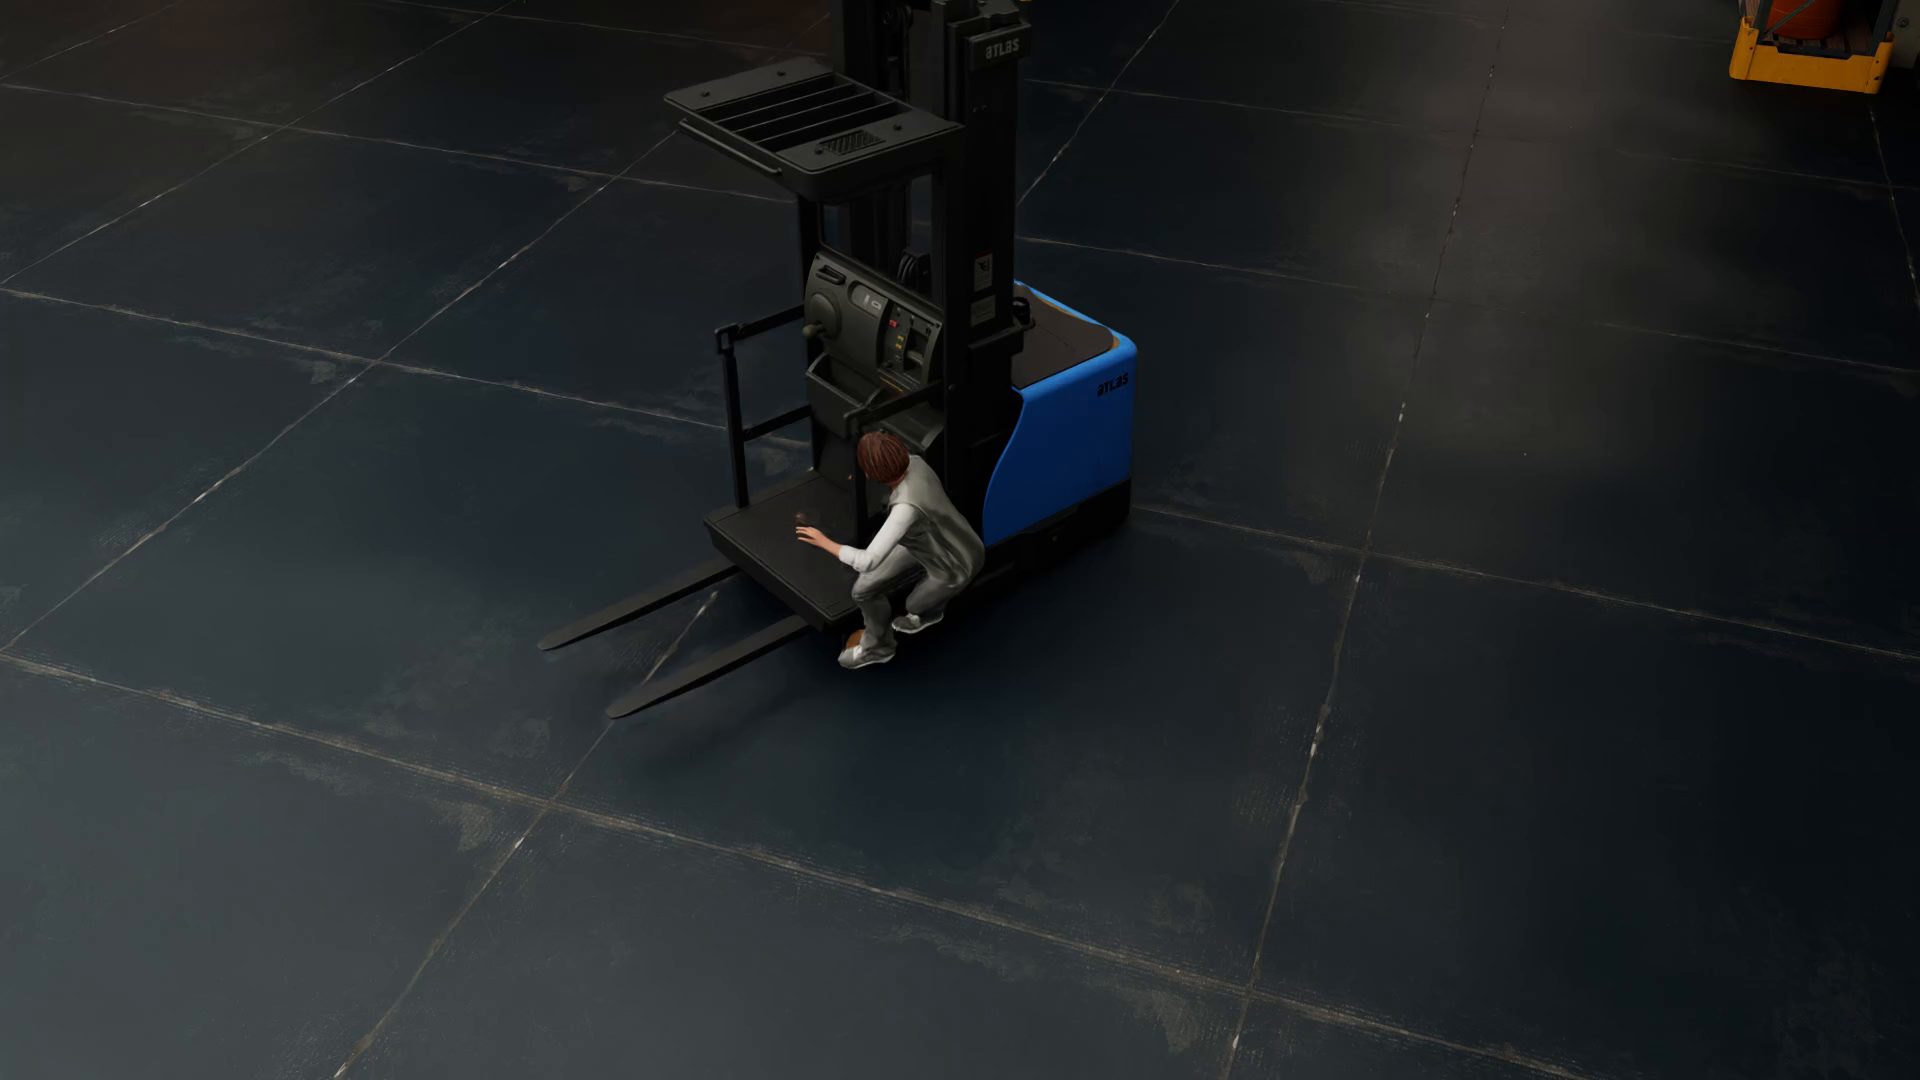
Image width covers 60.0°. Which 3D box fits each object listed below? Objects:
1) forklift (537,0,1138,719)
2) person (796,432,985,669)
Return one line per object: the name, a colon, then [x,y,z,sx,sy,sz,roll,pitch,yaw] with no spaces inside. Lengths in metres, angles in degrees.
forklift: [-0.561,-0.954,7.456,3.031,2.935,1.130,-26,43,-32]
person: [-0.327,0.056,7.147,0.819,1.344,0.848,-13,37,-17]
